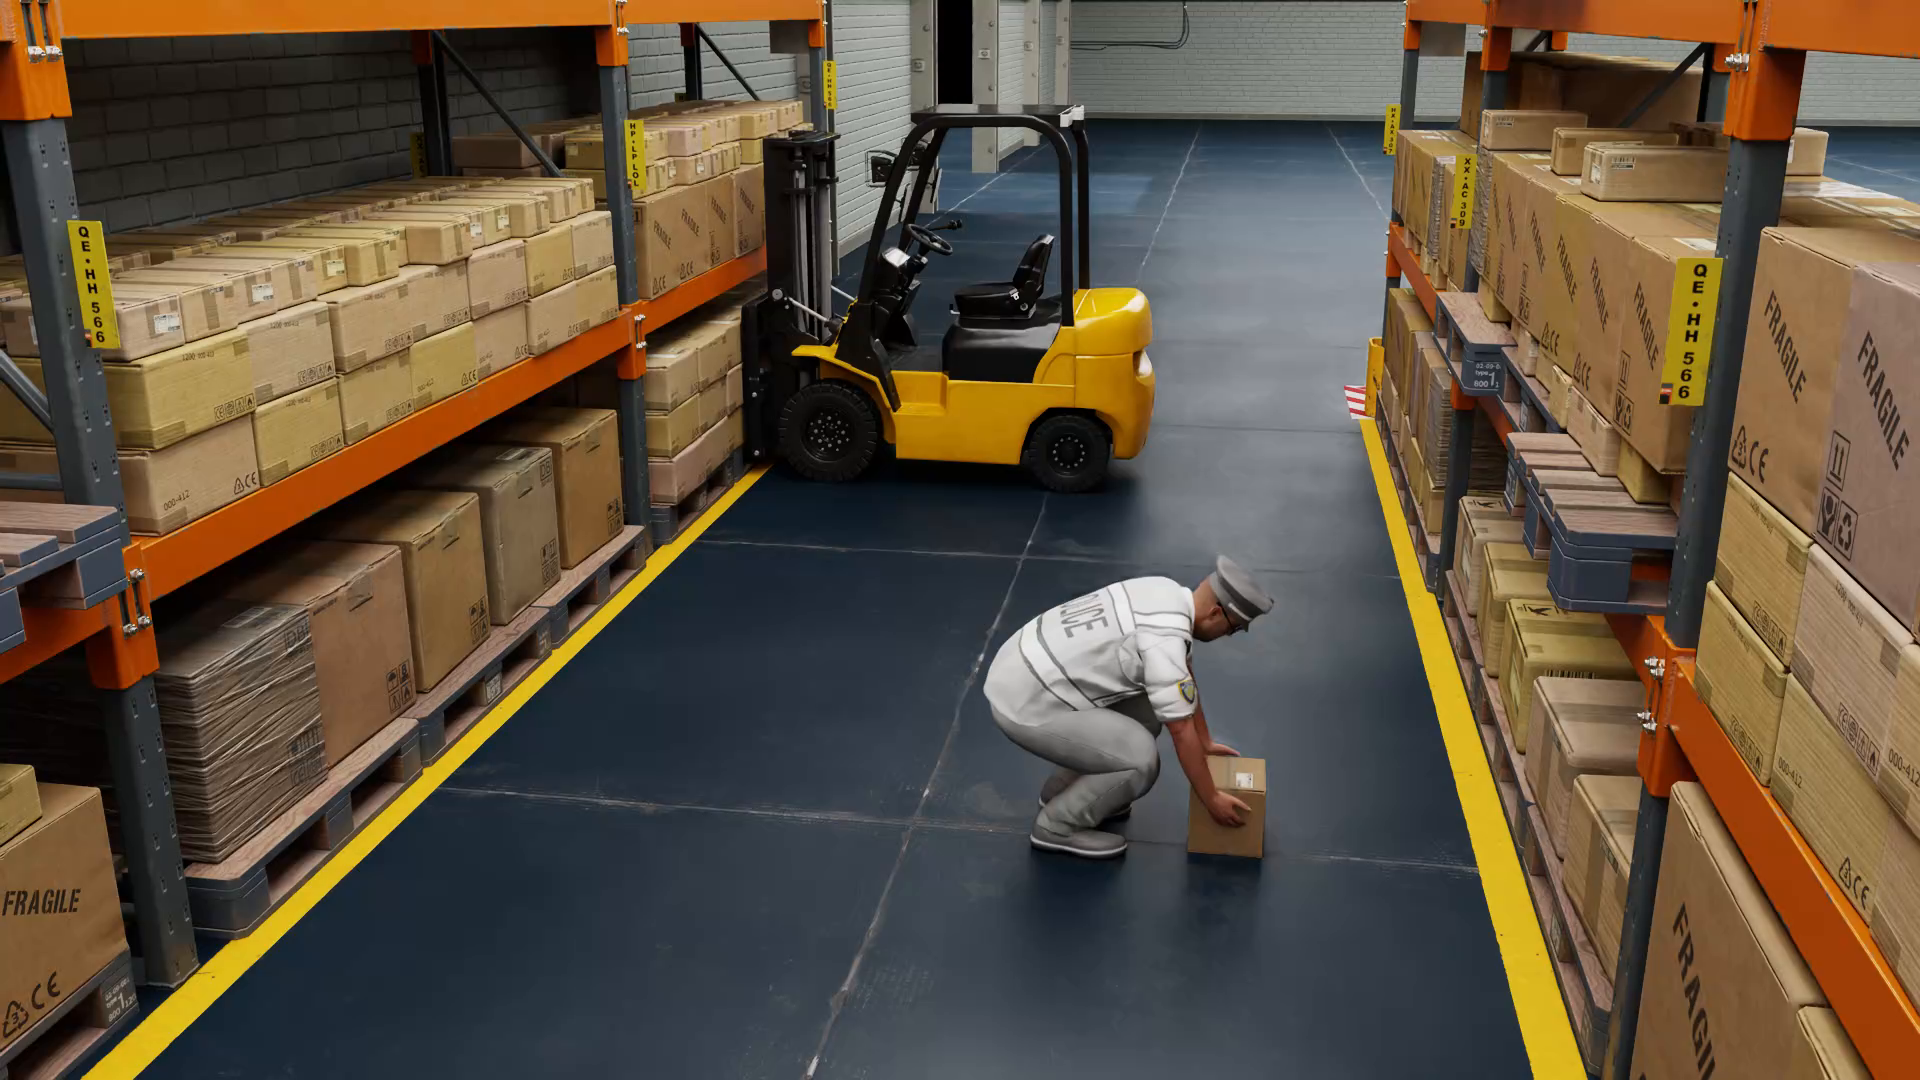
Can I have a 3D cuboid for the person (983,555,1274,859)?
[{"bbox_3d":[0.562,0.536,5.628,0.949,0.990,0.569,3,18,9],"label":"person"}]
